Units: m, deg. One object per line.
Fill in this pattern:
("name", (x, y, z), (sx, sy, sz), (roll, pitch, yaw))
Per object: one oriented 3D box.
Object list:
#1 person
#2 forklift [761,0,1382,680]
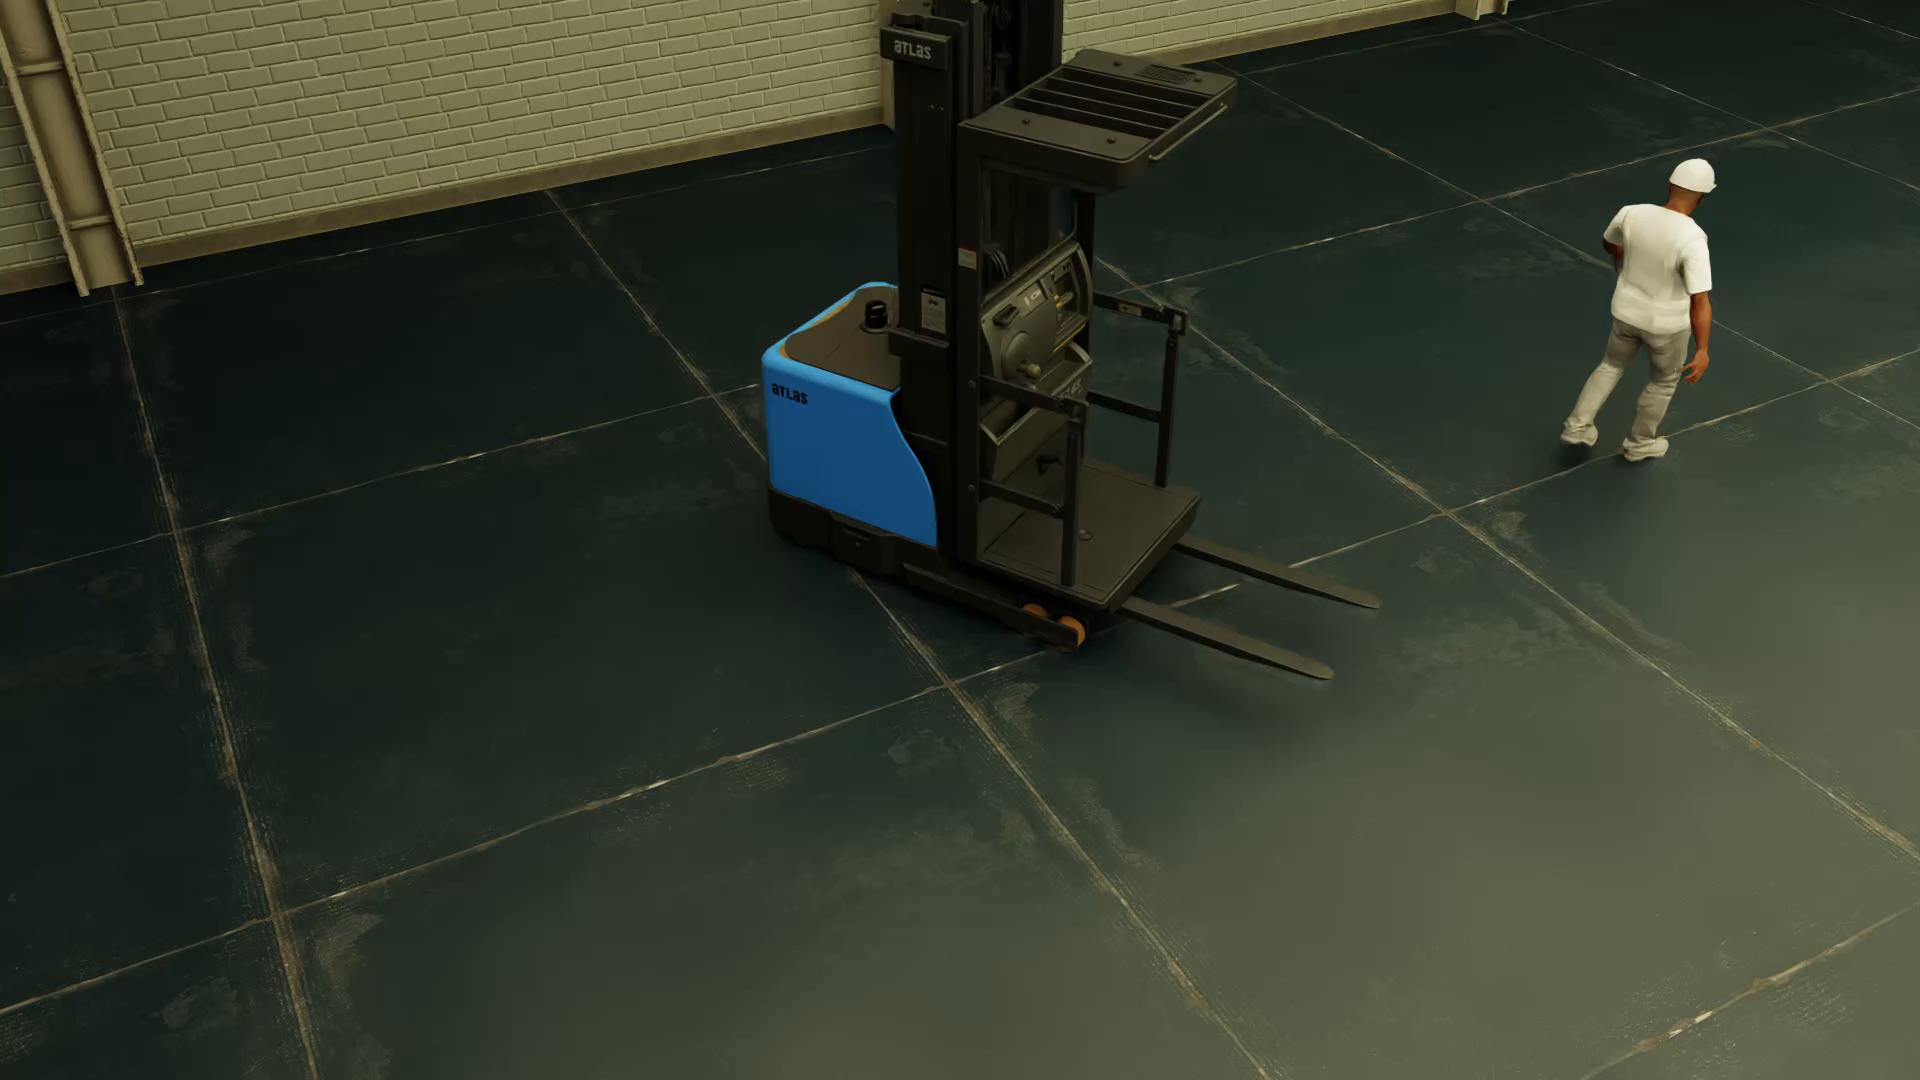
("person", (3.684, -1.192, 8.836), (0.684, 1.746, 0.907), (-22, 41, -28))
("forklift", (0.534, -1.017, 7.562), (3.031, 2.935, 1.130), (20, 40, 25))
